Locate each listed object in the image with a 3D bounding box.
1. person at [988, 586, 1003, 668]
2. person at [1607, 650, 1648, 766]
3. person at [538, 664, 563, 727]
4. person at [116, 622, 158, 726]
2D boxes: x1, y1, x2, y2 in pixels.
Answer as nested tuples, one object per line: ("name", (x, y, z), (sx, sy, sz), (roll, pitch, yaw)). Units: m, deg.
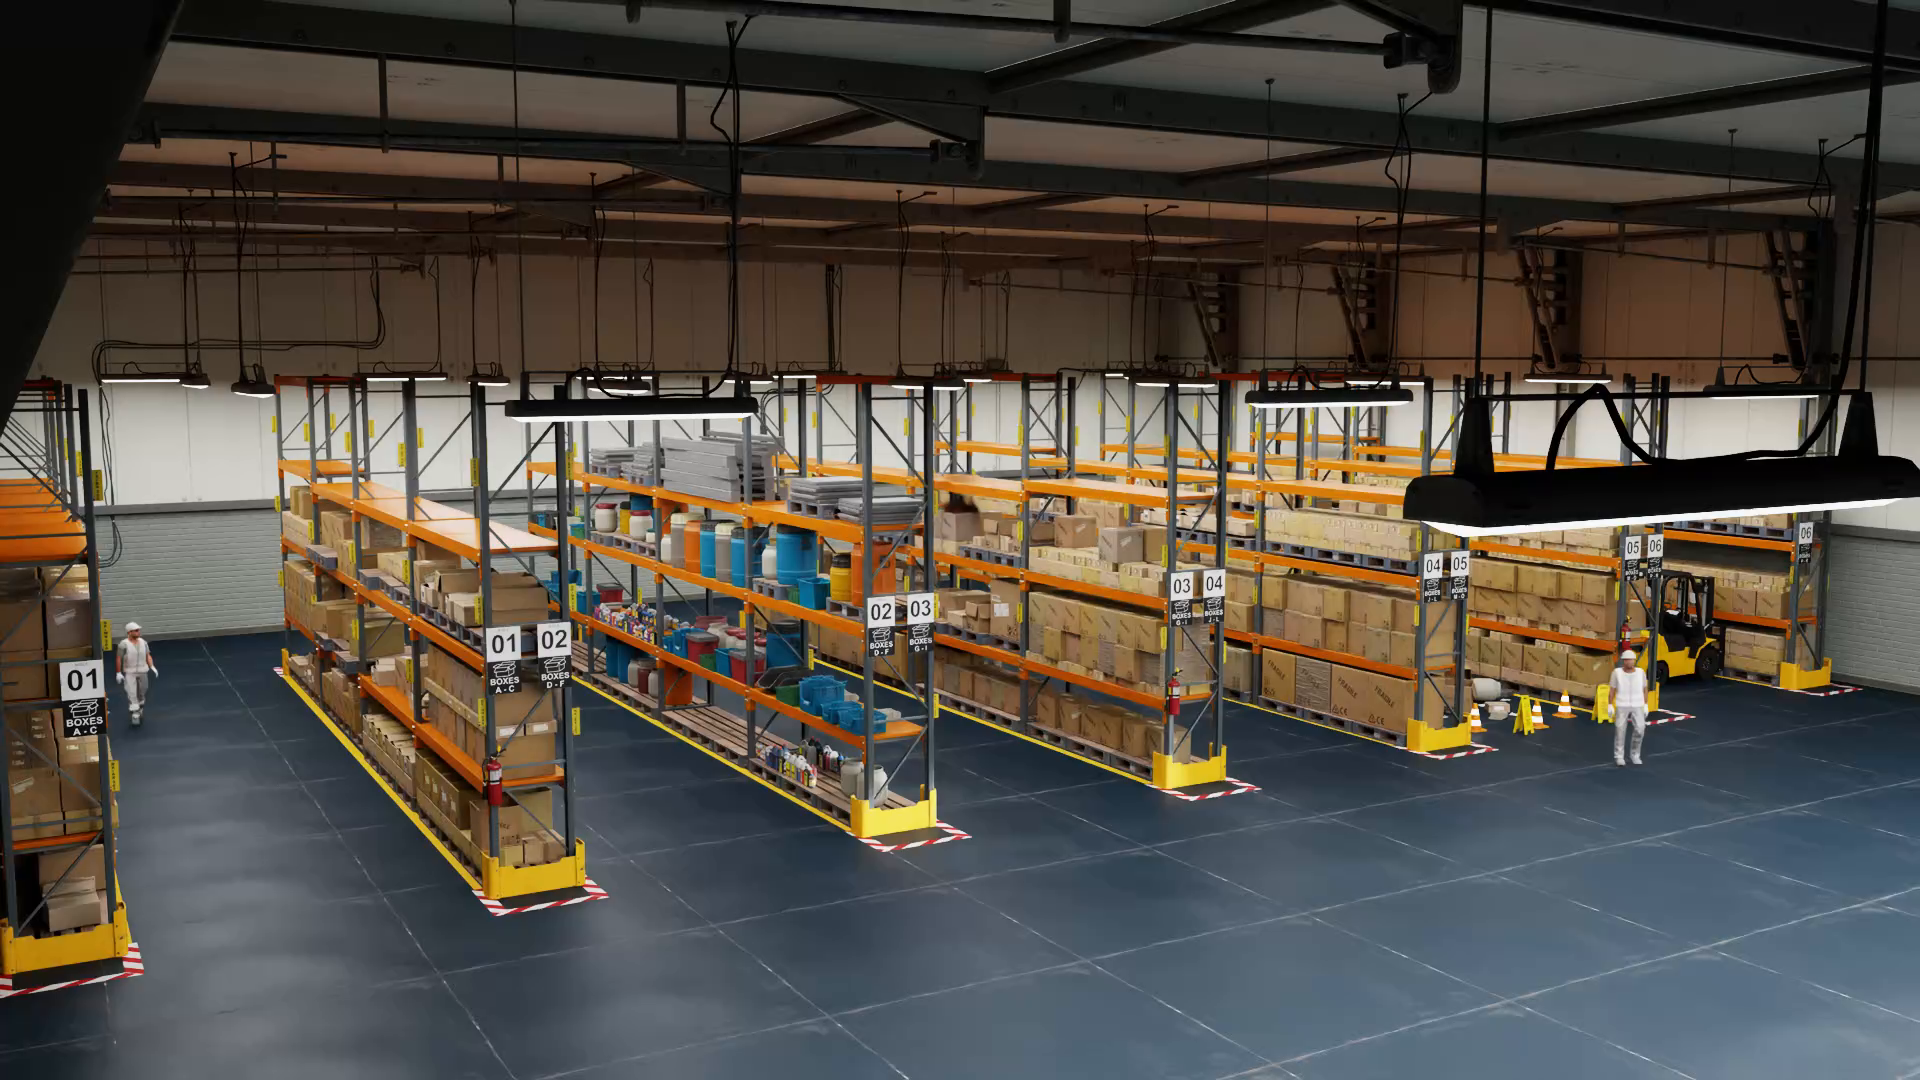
("person", (0.682, 1.702, 33.033), (0.390, 1.776, 0.653), (-3, 7, -25))
("person", (10.402, 2.607, 25.894), (0.611, 1.795, 0.385), (2, 6, 15))
("person", (-7.054, 2.361, 28.597), (0.477, 1.676, 1.004), (-4, 7, -32))
("person", (-14.252, 2.294, 28.794), (0.653, 1.733, 1.055), (-4, 7, -31))
